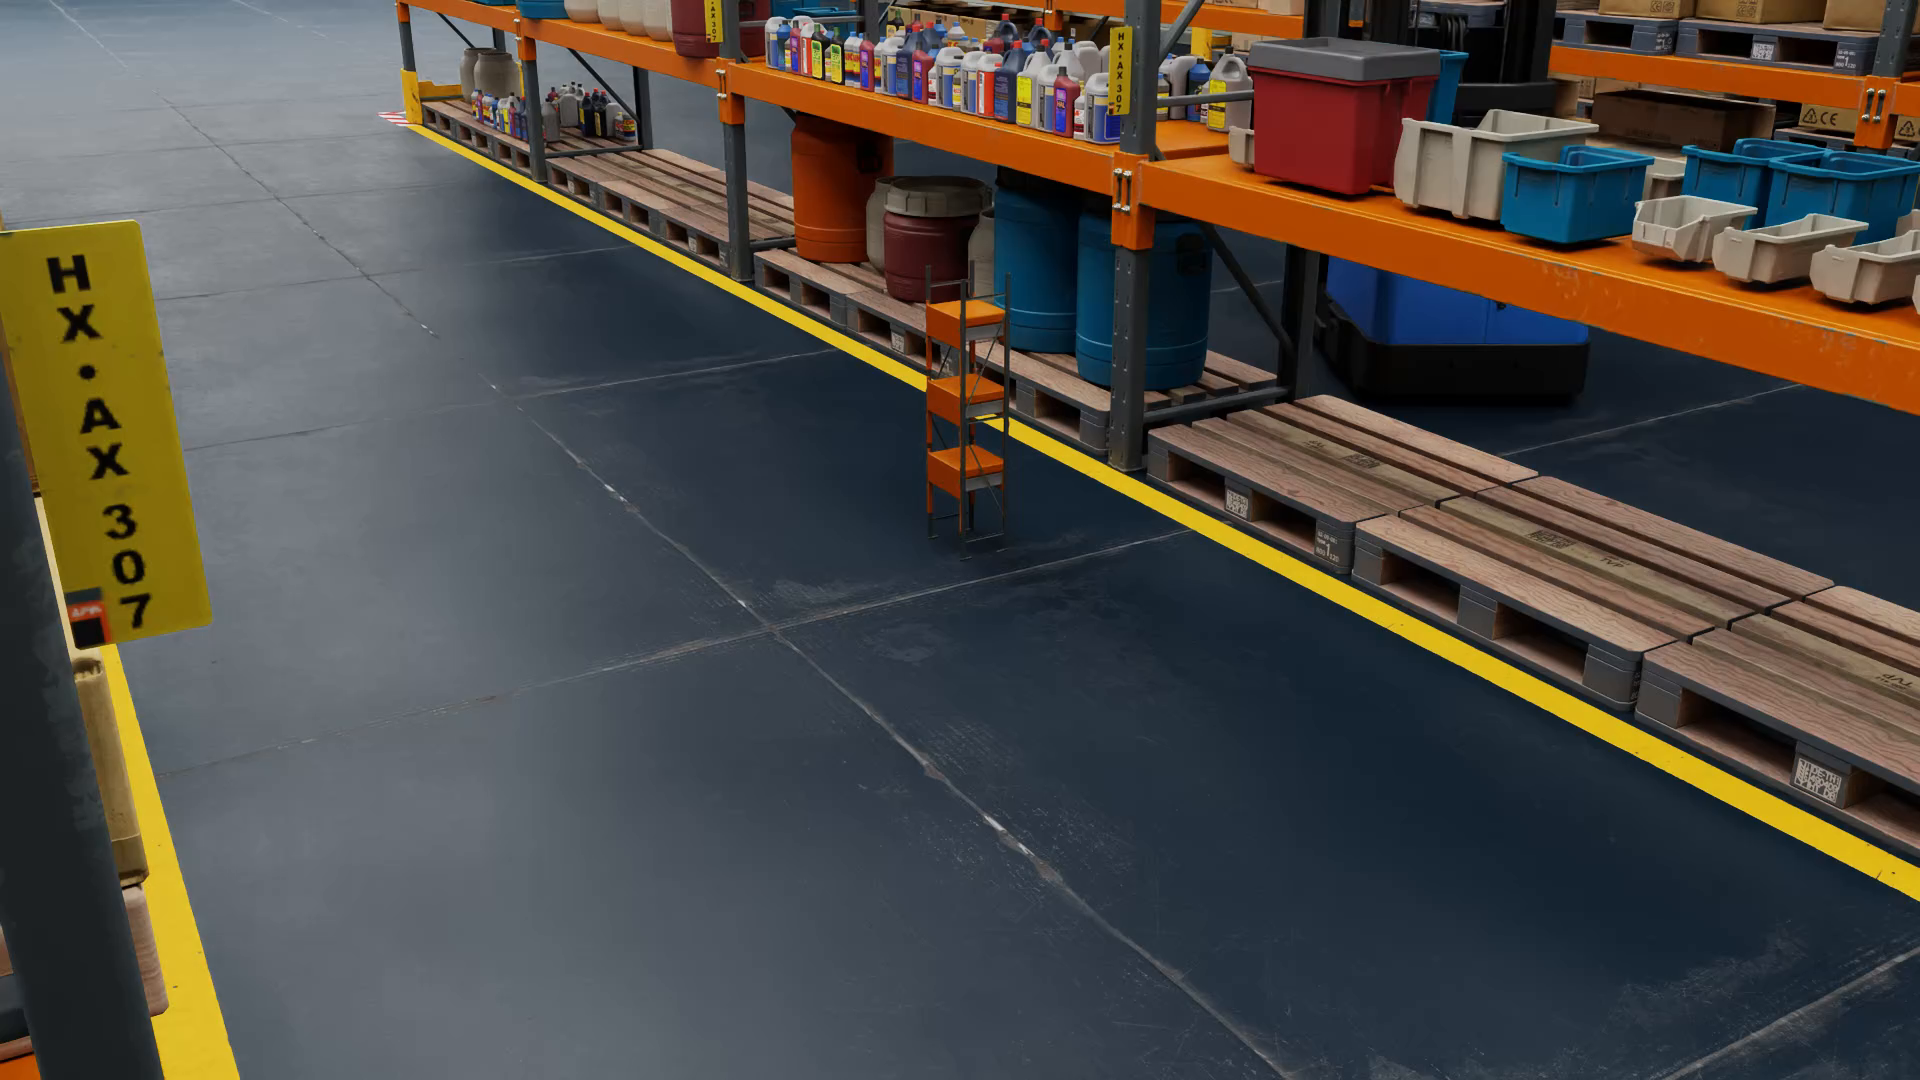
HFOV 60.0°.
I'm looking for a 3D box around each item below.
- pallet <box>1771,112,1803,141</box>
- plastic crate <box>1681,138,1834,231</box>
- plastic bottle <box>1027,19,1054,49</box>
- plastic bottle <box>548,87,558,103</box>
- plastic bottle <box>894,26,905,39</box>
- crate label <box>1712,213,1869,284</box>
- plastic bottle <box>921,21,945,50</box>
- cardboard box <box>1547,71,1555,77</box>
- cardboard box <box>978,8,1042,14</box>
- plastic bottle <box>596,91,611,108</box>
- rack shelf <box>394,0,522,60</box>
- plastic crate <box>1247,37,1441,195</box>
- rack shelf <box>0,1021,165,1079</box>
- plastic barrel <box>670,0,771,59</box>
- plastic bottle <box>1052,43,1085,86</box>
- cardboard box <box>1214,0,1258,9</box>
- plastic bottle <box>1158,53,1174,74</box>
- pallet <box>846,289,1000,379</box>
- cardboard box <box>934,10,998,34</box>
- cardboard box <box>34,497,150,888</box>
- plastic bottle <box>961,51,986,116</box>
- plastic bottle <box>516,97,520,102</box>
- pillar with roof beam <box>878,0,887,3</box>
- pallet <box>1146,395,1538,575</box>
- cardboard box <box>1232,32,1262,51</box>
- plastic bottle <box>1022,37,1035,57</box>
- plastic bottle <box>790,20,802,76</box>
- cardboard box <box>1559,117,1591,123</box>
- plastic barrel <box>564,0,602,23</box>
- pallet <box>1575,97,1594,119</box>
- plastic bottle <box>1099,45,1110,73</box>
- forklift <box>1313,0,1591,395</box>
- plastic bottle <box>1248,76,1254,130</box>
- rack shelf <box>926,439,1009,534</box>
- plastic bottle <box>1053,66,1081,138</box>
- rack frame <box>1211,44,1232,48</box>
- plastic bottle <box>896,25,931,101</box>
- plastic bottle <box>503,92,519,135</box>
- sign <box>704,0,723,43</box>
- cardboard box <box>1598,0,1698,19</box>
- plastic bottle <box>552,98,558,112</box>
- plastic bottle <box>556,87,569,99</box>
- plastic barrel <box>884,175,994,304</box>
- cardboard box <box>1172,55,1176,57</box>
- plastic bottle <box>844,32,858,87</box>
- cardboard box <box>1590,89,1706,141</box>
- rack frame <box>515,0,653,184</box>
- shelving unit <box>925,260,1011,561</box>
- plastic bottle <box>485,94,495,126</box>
[{"bbox_3d":[7.165,-3.941,15.728,1.003,0.211,1.213,-13,25,-28],"label":"pallet"},{"bbox_3d":[2.464,-1.101,5.180,0.416,0.233,0.300,-13,25,-28],"label":"plastic crate"},{"bbox_3d":[0.411,-2.470,8.470,0.144,0.351,0.185,-13,25,-28],"label":"plastic bottle"},{"bbox_3d":[-3.711,-3.992,15.172,0.061,0.283,0.133,-13,25,-28],"label":"plastic bottle"},{"bbox_3d":[-0.337,-2.893,9.708,0.097,0.201,0.097,0,22,0],"label":"plastic bottle"},{"bbox_3d":[2.262,-0.801,4.570,0.396,0.136,0.243,-13,25,-28],"label":"crate label"},{"bbox_3d":[-0.162,-2.421,8.349,0.144,0.351,0.185,-13,25,-28],"label":"plastic bottle"},{"bbox_3d":[6.217,-4.928,17.187,0.700,0.500,0.500,-13,26,-29],"label":"cardboard box"},{"bbox_3d":[0.527,-5.284,17.427,0.500,0.500,0.500,-13,25,-28],"label":"cardboard box"},{"bbox_3d":[-3.053,-3.687,14.332,0.144,0.351,0.185,-12,25,-27],"label":"plastic bottle"},{"bbox_3d":[-4.019,-4.683,14.805,1.077,0.370,4.000,-13,25,-28],"label":"rack shelf"},{"bbox_3d":[1.330,-1.500,5.853,0.402,0.464,0.583,-13,25,-28],"label":"plastic crate"},{"bbox_3d":[-2.147,0.154,2.905,1.077,0.370,4.000,-13,25,-28],"label":"rack shelf"},{"bbox_3d":[-1.451,-3.229,10.092,0.600,0.536,0.708,-13,25,-28],"label":"plastic barrel"},{"bbox_3d":[0.463,-2.019,7.361,0.144,0.351,0.185,-13,25,-28],"label":"plastic bottle"},{"bbox_3d":[2.435,-4.612,13.542,0.500,0.500,0.500,-14,26,-31],"label":"cardboard box"},{"bbox_3d":[0.958,-2.104,7.676,0.097,0.271,0.097,0,22,0],"label":"plastic bottle"},{"bbox_3d":[0.104,-1.141,8.838,1.003,0.211,1.213,-13,25,-28],"label":"pallet"},{"bbox_3d":[0.067,-5.181,17.173,0.500,0.500,0.500,-13,25,-28],"label":"cardboard box"},{"bbox_3d":[-1.138,0.192,1.659,0.500,0.250,0.500,-13,26,-30],"label":"cardboard box"},{"bbox_3d":[0.097,-2.112,7.690,0.152,0.276,0.135,-13,25,-28],"label":"plastic bottle"},{"bbox_3d":[-3.825,-3.708,14.475,0.061,0.283,0.133,-13,25,-28],"label":"plastic bottle"},{"bbox_3d":[-5.253,-13.345,27.193,9.100,9.000,0.400,-13,25,-28],"label":"pillar with roof beam"},{"bbox_3d":[1.498,-0.257,6.664,1.003,0.211,1.213,-13,25,-28],"label":"pallet"},{"bbox_3d":[3.753,-6.286,20.781,0.500,0.311,0.500,-16,27,-34],"label":"cardboard box"},{"bbox_3d":[0.330,-2.396,8.393,0.097,0.271,0.097,0,22,0],"label":"plastic bottle"},{"bbox_3d":[-0.882,-2.703,9.133,0.061,0.283,0.133,-13,25,-28],"label":"plastic bottle"},{"bbox_3d":[4.250,-2.646,11.574,0.500,0.500,0.500,-14,26,-30],"label":"cardboard box"},{"bbox_3d":[-2.697,-4.080,12.186,0.433,0.535,0.433,0,22,0],"label":"plastic barrel"},{"bbox_3d":[6.546,-4.336,16.698,1.003,0.211,1.213,-13,25,-28],"label":"pallet"},{"bbox_3d":[0.708,-2.245,8.016,0.152,0.276,0.135,-13,25,-28],"label":"plastic bottle"},{"bbox_3d":[2.419,-2.544,8.679,1.130,2.935,3.031,0,22,-1],"label":"forklift"},{"bbox_3d":[1.269,-1.926,7.222,0.061,0.283,0.133,-13,25,-28],"label":"plastic bottle"},{"bbox_3d":[0.027,-0.202,6.180,0.215,0.259,0.240,-13,25,-28],"label":"rack shelf"},{"bbox_3d":[0.453,-1.857,7.051,0.061,0.283,0.133,-13,25,-28],"label":"plastic bottle"},{"bbox_3d":[3.477,-7.570,20.951,1.000,3.000,0.127,-13,25,-28],"label":"rack frame"},{"bbox_3d":[-0.224,-2.348,8.170,0.144,0.351,0.185,-13,25,-28],"label":"plastic bottle"},{"bbox_3d":[-3.837,-3.666,14.280,0.144,0.351,0.185,-13,25,-29],"label":"plastic bottle"},{"bbox_3d":[-1.423,-3.042,9.595,0.100,0.325,0.005,-13,25,-28],"label":"sign"},{"bbox_3d":[4.394,-3.532,10.327,0.500,0.500,0.700,20,30,41],"label":"cardboard box"},{"bbox_3d":[-3.647,-3.899,15.054,0.097,0.201,0.097,0,22,0],"label":"plastic bottle"},{"bbox_3d":[-3.620,-4.009,15.224,0.152,0.276,0.135,-12,25,-28],"label":"plastic bottle"},{"bbox_3d":[-0.112,-1.631,8.986,0.600,0.588,0.708,-13,25,-28],"label":"plastic barrel"},{"bbox_3d":[1.716,-4.425,15.564,0.500,0.311,0.500,-13,25,-28],"label":"cardboard box"},{"bbox_3d":[-0.553,-2.502,8.654,0.097,0.271,0.097,0,22,0],"label":"plastic bottle"},{"bbox_3d":[4.545,-2.814,10.990,0.500,0.250,0.500,-13,26,-29],"label":"cardboard box"},{"bbox_3d":[-2.997,-4.369,13.077,1.000,3.000,0.127,-13,25,-28],"label":"rack frame"},{"bbox_3d":[0.027,-0.469,6.071,0.215,1.050,0.252,-13,25,-28],"label":"shelving unit"},{"bbox_3d":[-4.156,-3.814,14.750,0.097,0.271,0.097,0,22,0],"label":"plastic bottle"}]
